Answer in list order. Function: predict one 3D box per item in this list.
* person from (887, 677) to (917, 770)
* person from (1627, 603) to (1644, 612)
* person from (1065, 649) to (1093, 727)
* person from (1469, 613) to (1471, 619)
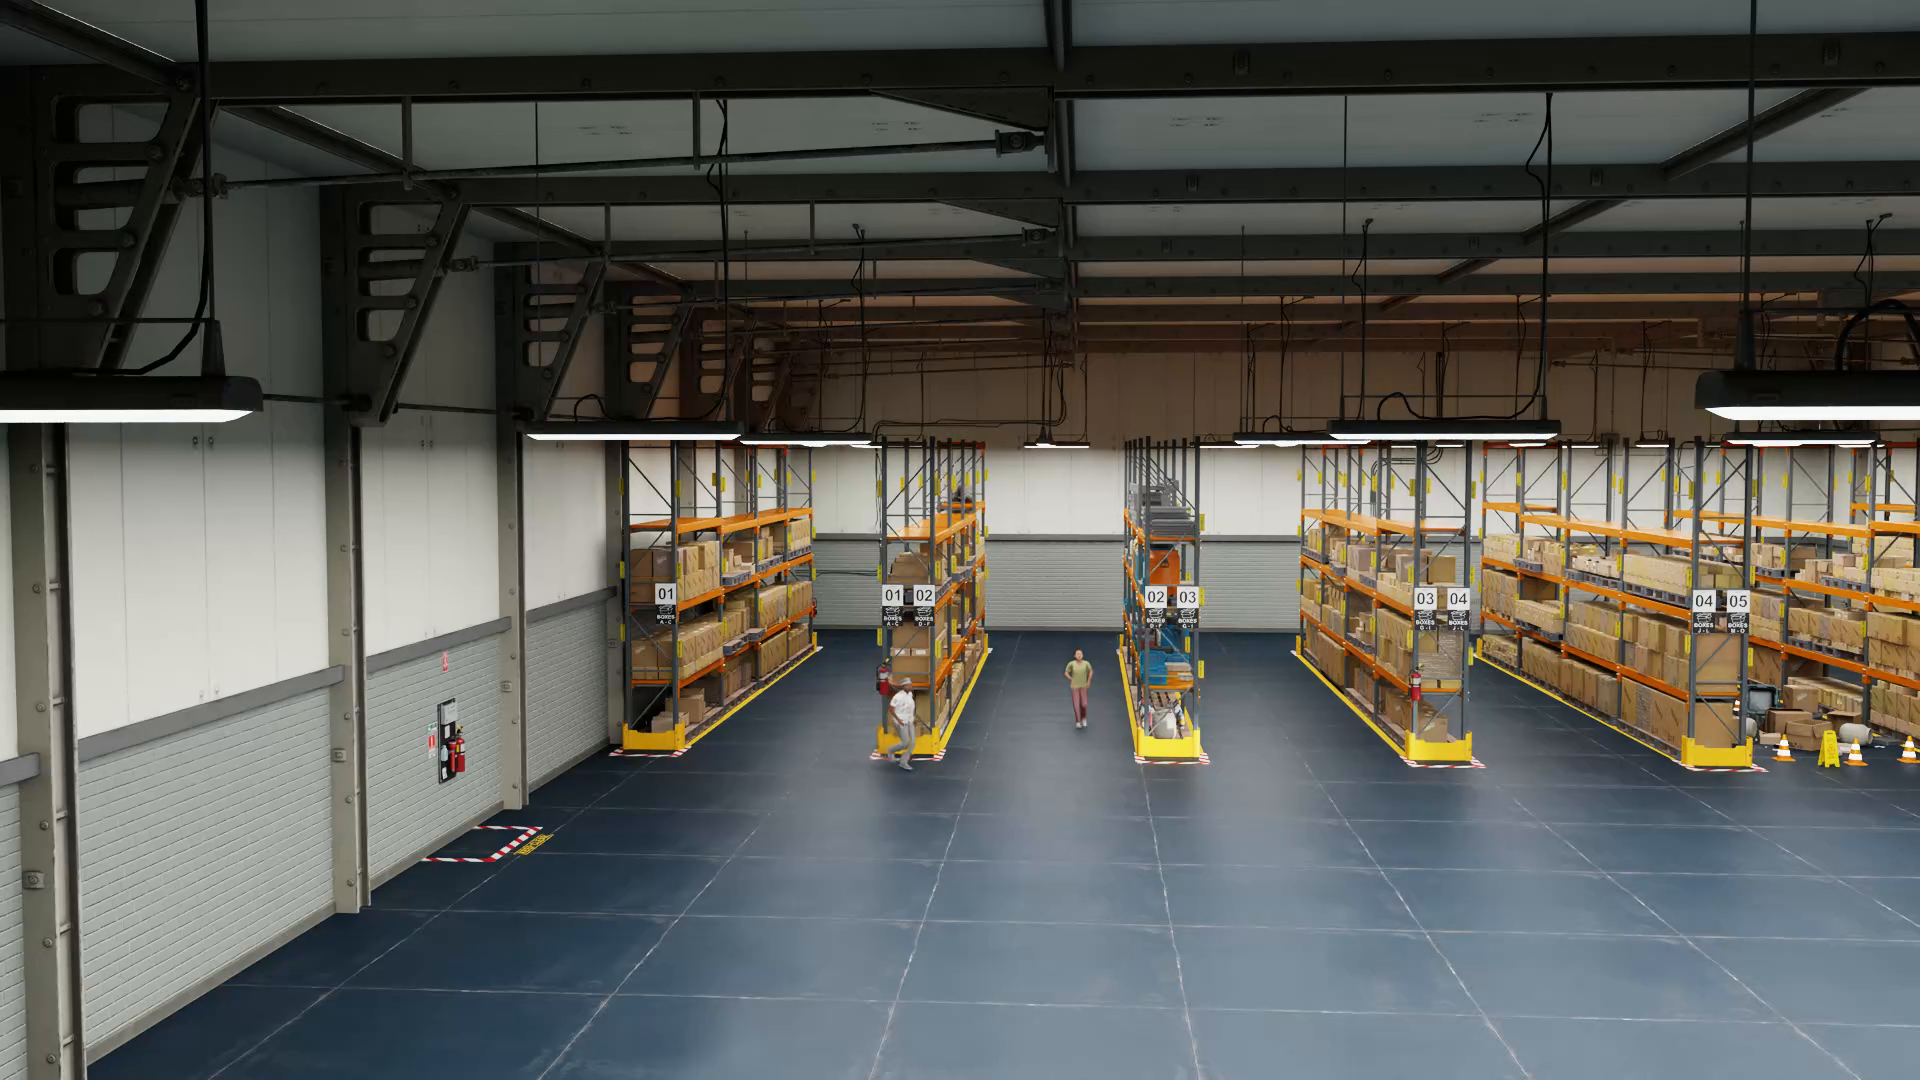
[{"bbox_3d":[-1.038,3.302,30.037,0.490,1.675,0.598,2,4,38],"label":"person"},{"bbox_3d":[19.270,2.314,47.366,0.889,1.750,0.672,0,3,6],"label":"person"},{"bbox_3d":[2.449,3.055,34.320,0.578,1.635,0.590,0,3,4],"label":"person"},{"bbox_3d":[14.168,2.440,47.110,0.563,1.551,0.557,-1,3,-19],"label":"person"}]
